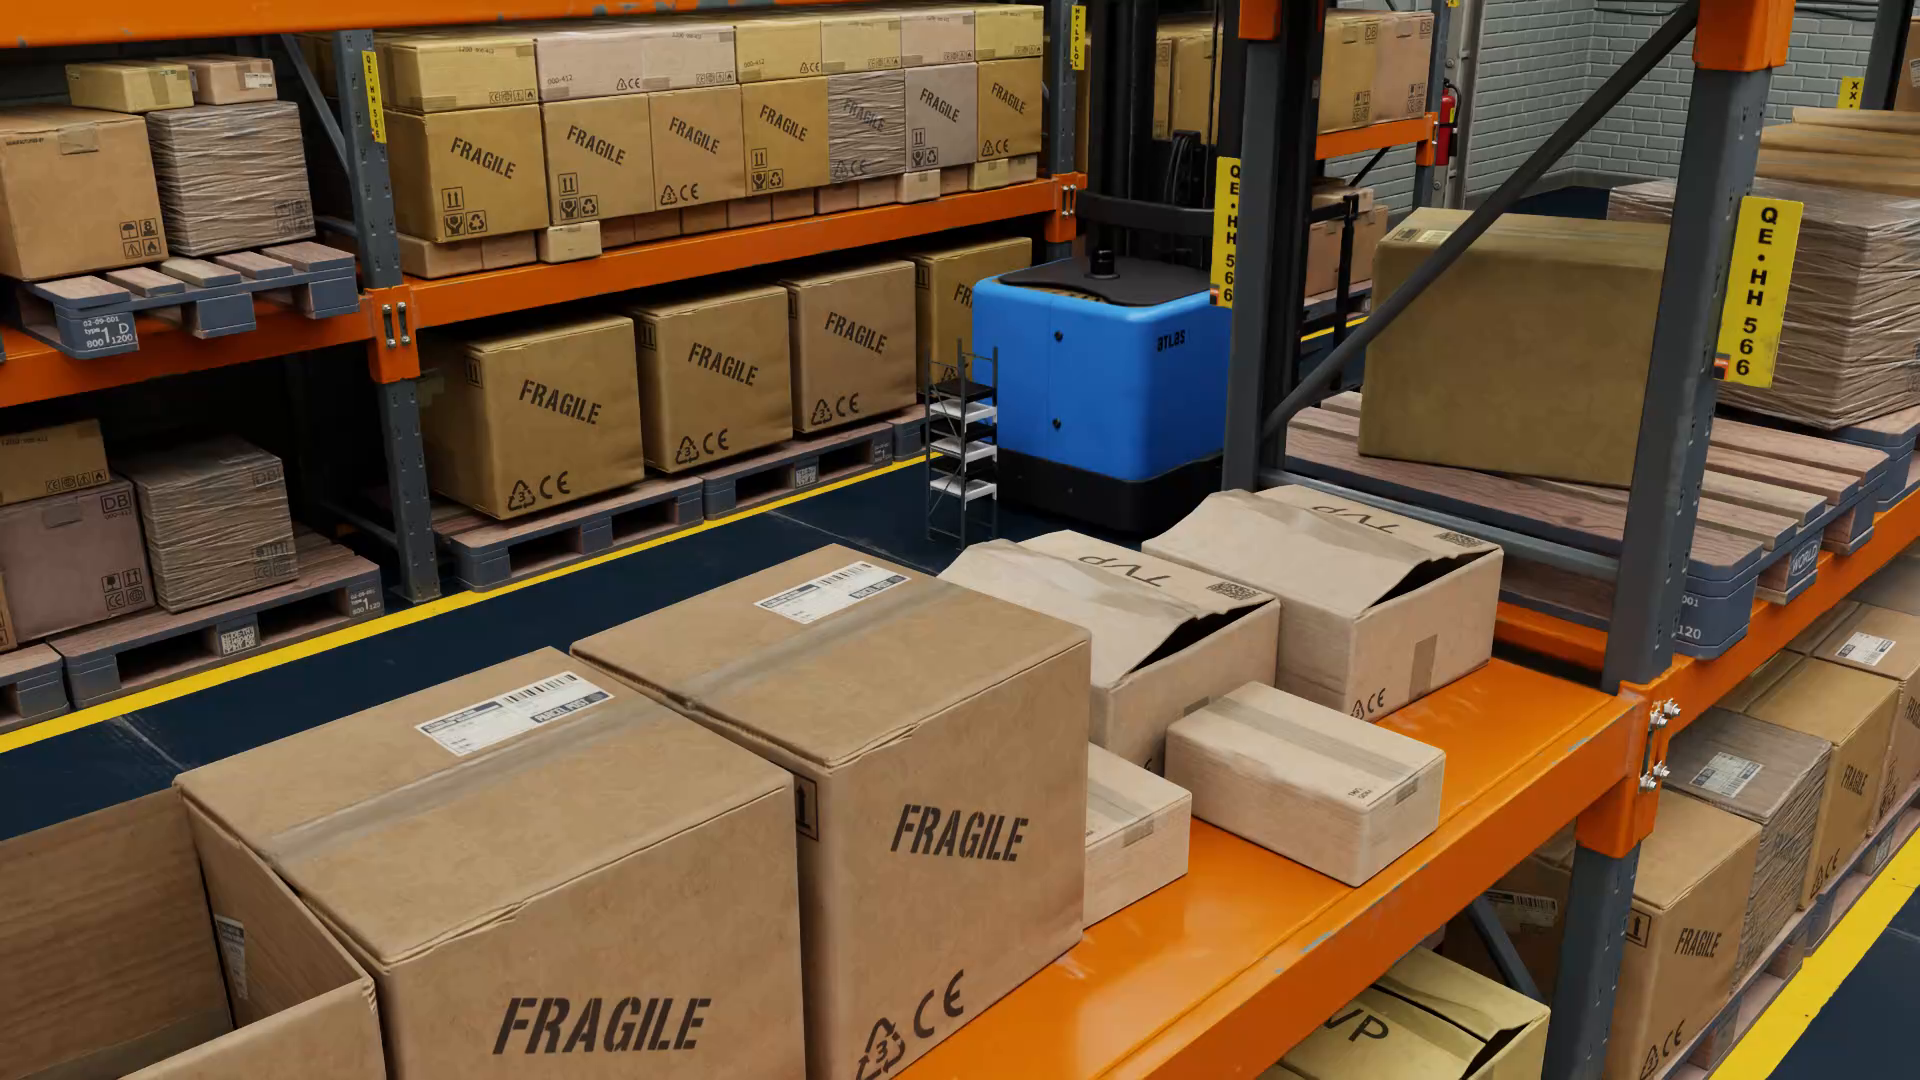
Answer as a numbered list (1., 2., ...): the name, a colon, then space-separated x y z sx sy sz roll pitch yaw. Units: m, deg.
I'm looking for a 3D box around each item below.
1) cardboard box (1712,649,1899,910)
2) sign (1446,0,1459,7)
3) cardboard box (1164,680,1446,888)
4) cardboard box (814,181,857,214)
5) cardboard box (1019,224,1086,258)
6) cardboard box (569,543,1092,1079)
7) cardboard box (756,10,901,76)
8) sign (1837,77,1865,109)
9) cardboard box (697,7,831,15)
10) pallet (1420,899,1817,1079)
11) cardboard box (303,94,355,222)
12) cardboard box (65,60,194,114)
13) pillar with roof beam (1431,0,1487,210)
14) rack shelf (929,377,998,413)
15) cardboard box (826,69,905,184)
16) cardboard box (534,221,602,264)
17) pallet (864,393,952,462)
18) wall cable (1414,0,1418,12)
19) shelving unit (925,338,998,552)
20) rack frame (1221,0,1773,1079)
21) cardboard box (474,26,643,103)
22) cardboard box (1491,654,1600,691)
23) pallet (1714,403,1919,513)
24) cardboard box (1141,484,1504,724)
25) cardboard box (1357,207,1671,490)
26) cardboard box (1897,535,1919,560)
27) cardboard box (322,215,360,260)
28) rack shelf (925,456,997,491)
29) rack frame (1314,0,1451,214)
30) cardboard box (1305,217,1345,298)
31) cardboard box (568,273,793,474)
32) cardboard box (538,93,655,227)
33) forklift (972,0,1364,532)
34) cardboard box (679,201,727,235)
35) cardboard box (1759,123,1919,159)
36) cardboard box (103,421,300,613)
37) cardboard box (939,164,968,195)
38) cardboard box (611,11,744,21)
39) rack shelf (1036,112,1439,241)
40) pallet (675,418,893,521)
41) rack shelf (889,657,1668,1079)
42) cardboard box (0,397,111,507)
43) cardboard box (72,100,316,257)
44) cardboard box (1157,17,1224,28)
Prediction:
1. cardboard box: 2.226 0.624 4.640 0.500 0.500 0.500 19 28 40
2. sign: 3.397 -3.835 11.427 0.100 0.325 0.005 19 28 41
3. cardboard box: 0.559 0.390 2.730 0.380 0.149 0.250 19 28 41
4. cardboard box: -0.723 -1.714 8.174 0.380 0.149 0.250 18 28 39
5. cardboard box: 0.579 -1.806 10.087 0.380 0.149 0.250 19 28 40
6. cardboard box: -0.170 0.361 2.315 0.500 0.500 0.500 17 27 38
7. cardboard box: -0.634 -2.396 7.999 0.500 0.250 0.500 -19 28 -41
8. sign: 3.385 -1.594 6.334 0.100 0.325 0.005 19 28 41
9. cardboard box: -0.986 -2.520 8.324 0.500 0.250 0.500 18 27 39
10. pallet: 1.537 1.091 4.441 1.003 0.211 1.213 19 28 41
11. cardboard box: -2.422 -1.649 7.102 0.500 0.500 0.500 19 28 41
12. cardboard box: -2.996 -1.639 6.001 0.380 0.149 0.250 14 25 32
13. pillar with roof beam: 7.366 -5.956 10.529 9.100 9.000 0.400 19 28 41
14. rack shelf: 0.006 -0.643 7.334 0.258 0.077 0.200 19 28 41
15. cardboard box: -0.619 -2.047 8.139 0.500 0.500 0.500 19 28 41
16. cardboard box: -1.739 -1.295 7.086 0.250 0.149 0.380 -19 28 -40
17. pallet: -0.257 -0.776 9.300 1.003 0.211 1.213 19 28 41
18. wall cable: 3.233 -4.363 13.329 0.084 1.984 1.851 19 28 41
19. shelving unit: 0.006 -0.422 7.419 0.258 0.900 0.210 19 28 41
20. rack frame: 0.989 -0.028 3.466 1.000 3.000 0.127 19 28 41
21. cardboard box: -1.687 -2.002 6.975 0.500 0.250 0.500 19 28 40
22. cardboard box: 1.509 0.269 4.520 0.500 0.250 0.500 -19 28 -40
23. pallet: 2.342 -0.439 4.804 1.003 0.211 1.213 19 28 41
24. cardboard box: 0.704 0.096 3.267 0.500 0.311 0.500 -18 27 -39
25. cardboard box: 1.347 -0.461 3.867 0.700 0.500 0.500 9 23 23
26. cardboard box: 3.290 0.229 5.669 0.500 0.500 0.500 19 28 41
27. cardboard box: -2.519 -1.307 7.115 0.250 0.149 0.380 -20 28 -41
28. rack shelf: 0.006 -0.307 7.463 0.258 0.077 0.200 19 28 41
29. rack frame: 3.018 -3.323 12.039 1.000 3.000 0.127 19 28 41
30. cardboard box: 2.252 -2.019 11.545 0.700 0.500 0.500 19 28 40
31. cardboard box: -1.340 -0.839 7.988 0.750 0.750 0.750 19 28 40
32. cardboard box: -1.669 -1.655 7.117 0.500 0.500 0.500 -19 28 -40
33. forklift: 1.391 -1.853 8.309 1.130 2.935 3.031 17 27 38
34. cardboard box: -1.290 -1.523 7.679 0.250 0.149 0.380 -20 28 -41
35. cardboard box: 2.854 -1.040 5.376 0.500 0.500 0.700 -15 26 -34
36. cardboard box: -3.028 -0.107 6.543 0.500 0.500 0.700 -20 29 -41
37. cardboard box: -0.178 -1.903 8.667 0.250 0.149 0.380 -19 28 -40
38. cardboard box: -1.353 -2.387 7.978 0.500 0.250 0.500 18 28 39
39. rack shelf: 1.623 -2.473 10.831 1.077 0.370 4.000 19 28 41
40. pallet: -1.108 -0.461 8.480 1.003 0.211 1.213 19 28 41
41. rack shelf: -0.406 0.822 2.258 1.077 0.370 4.000 19 28 41
42. cardboard box: -3.470 -0.326 6.068 0.500 0.250 0.500 -20 28 -41
43. cardboard box: -2.884 -1.395 6.271 0.700 0.500 0.500 15 26 35
44. cardboard box: 1.631 -2.946 10.640 0.980 0.700 0.700 18 27 38
